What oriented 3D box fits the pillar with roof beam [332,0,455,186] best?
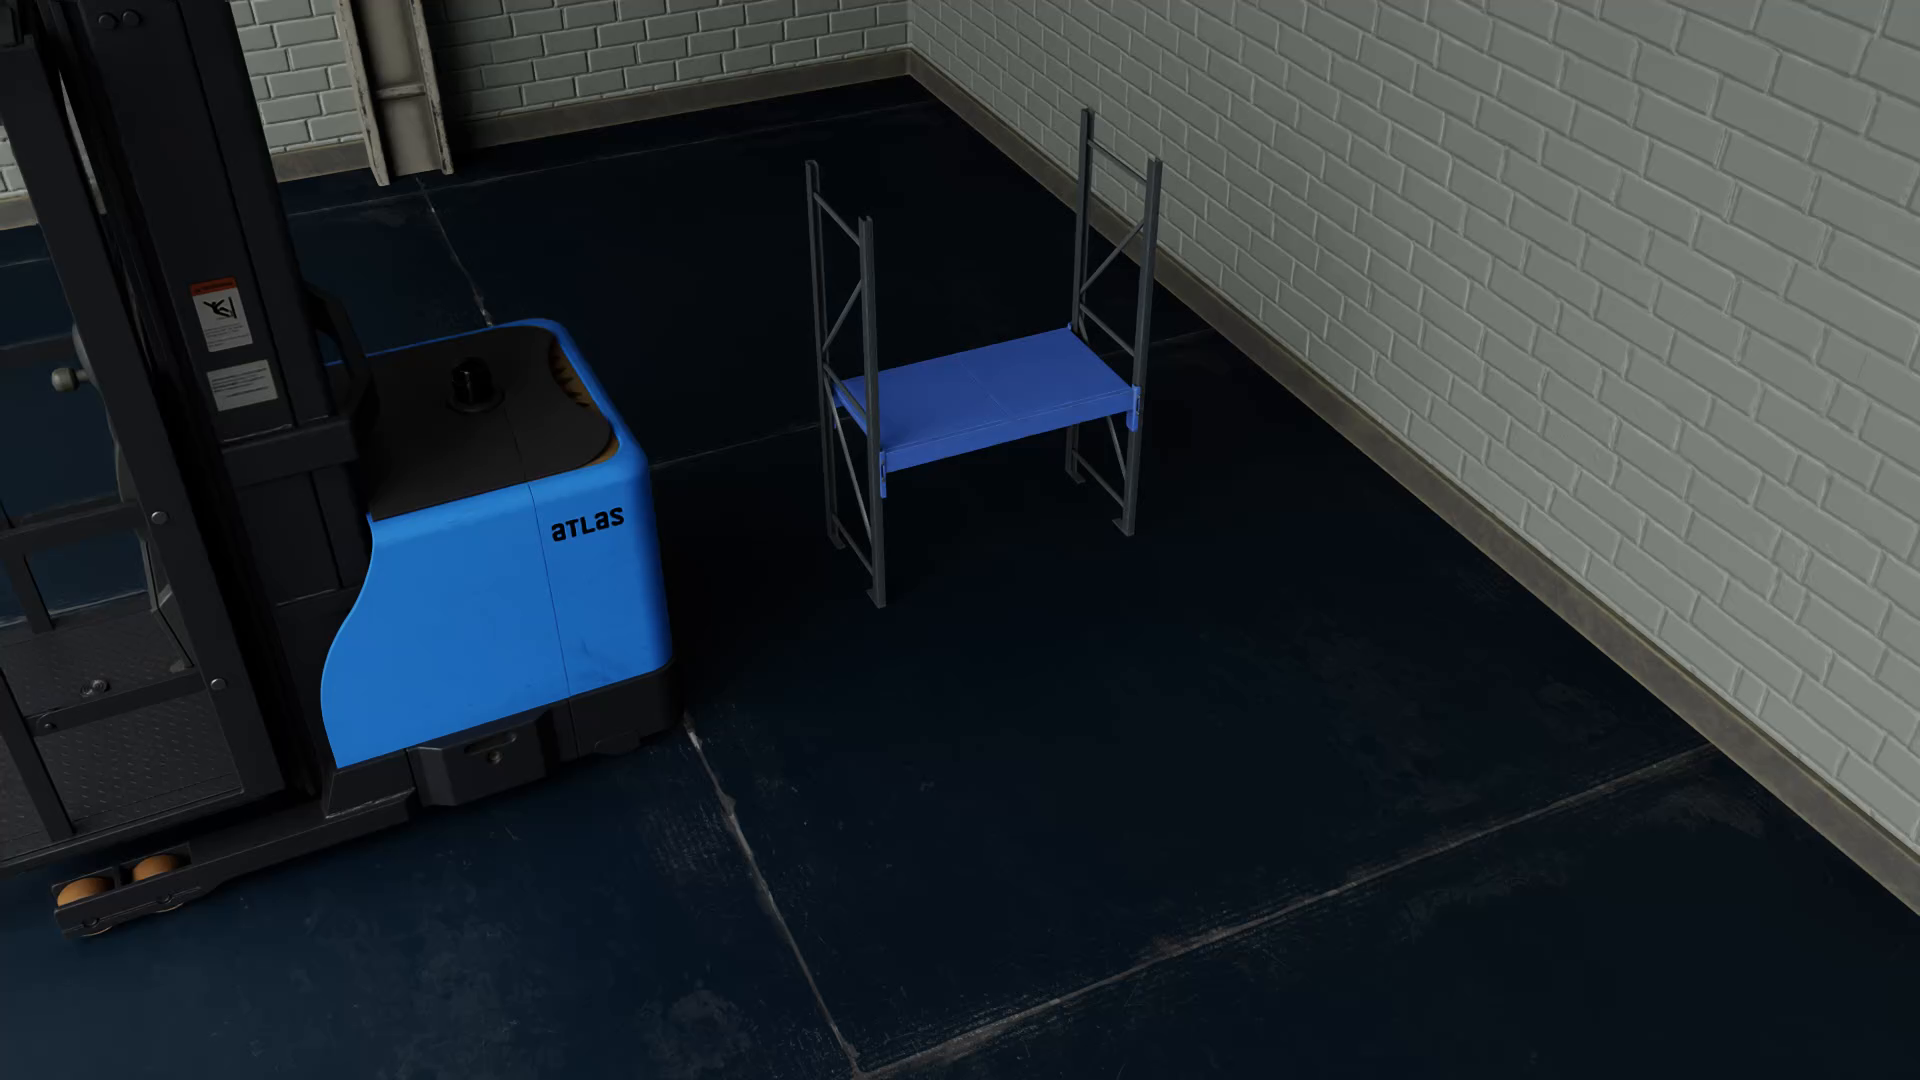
[{"bbox_3d":[-1.117,-3.290,3.132,0.400,9.000,9.100,-16,39,-20],"label":"pillar with roof beam"}]

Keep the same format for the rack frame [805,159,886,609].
[{"bbox_3d":[-0.383,-0.495,5.659,0.032,1.500,0.500,-16,39,-20],"label":"rack frame"}]

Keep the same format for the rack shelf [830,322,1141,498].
[{"bbox_3d":[0.077,-0.480,5.939,1.000,0.185,0.538,-16,39,-20],"label":"rack shelf"}]

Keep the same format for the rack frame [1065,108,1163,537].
[{"bbox_3d":[0.537,-0.753,6.006,0.032,1.500,0.500,-16,39,-20],"label":"rack frame"}]

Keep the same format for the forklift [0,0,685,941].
[{"bbox_3d":[-2.443,-0.413,4.346,3.031,2.935,1.130,-17,40,-21],"label":"forklift"}]

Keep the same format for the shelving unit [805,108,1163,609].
[{"bbox_3d":[0.077,-0.624,5.832,1.048,1.500,0.538,-16,39,-20],"label":"shelving unit"}]
